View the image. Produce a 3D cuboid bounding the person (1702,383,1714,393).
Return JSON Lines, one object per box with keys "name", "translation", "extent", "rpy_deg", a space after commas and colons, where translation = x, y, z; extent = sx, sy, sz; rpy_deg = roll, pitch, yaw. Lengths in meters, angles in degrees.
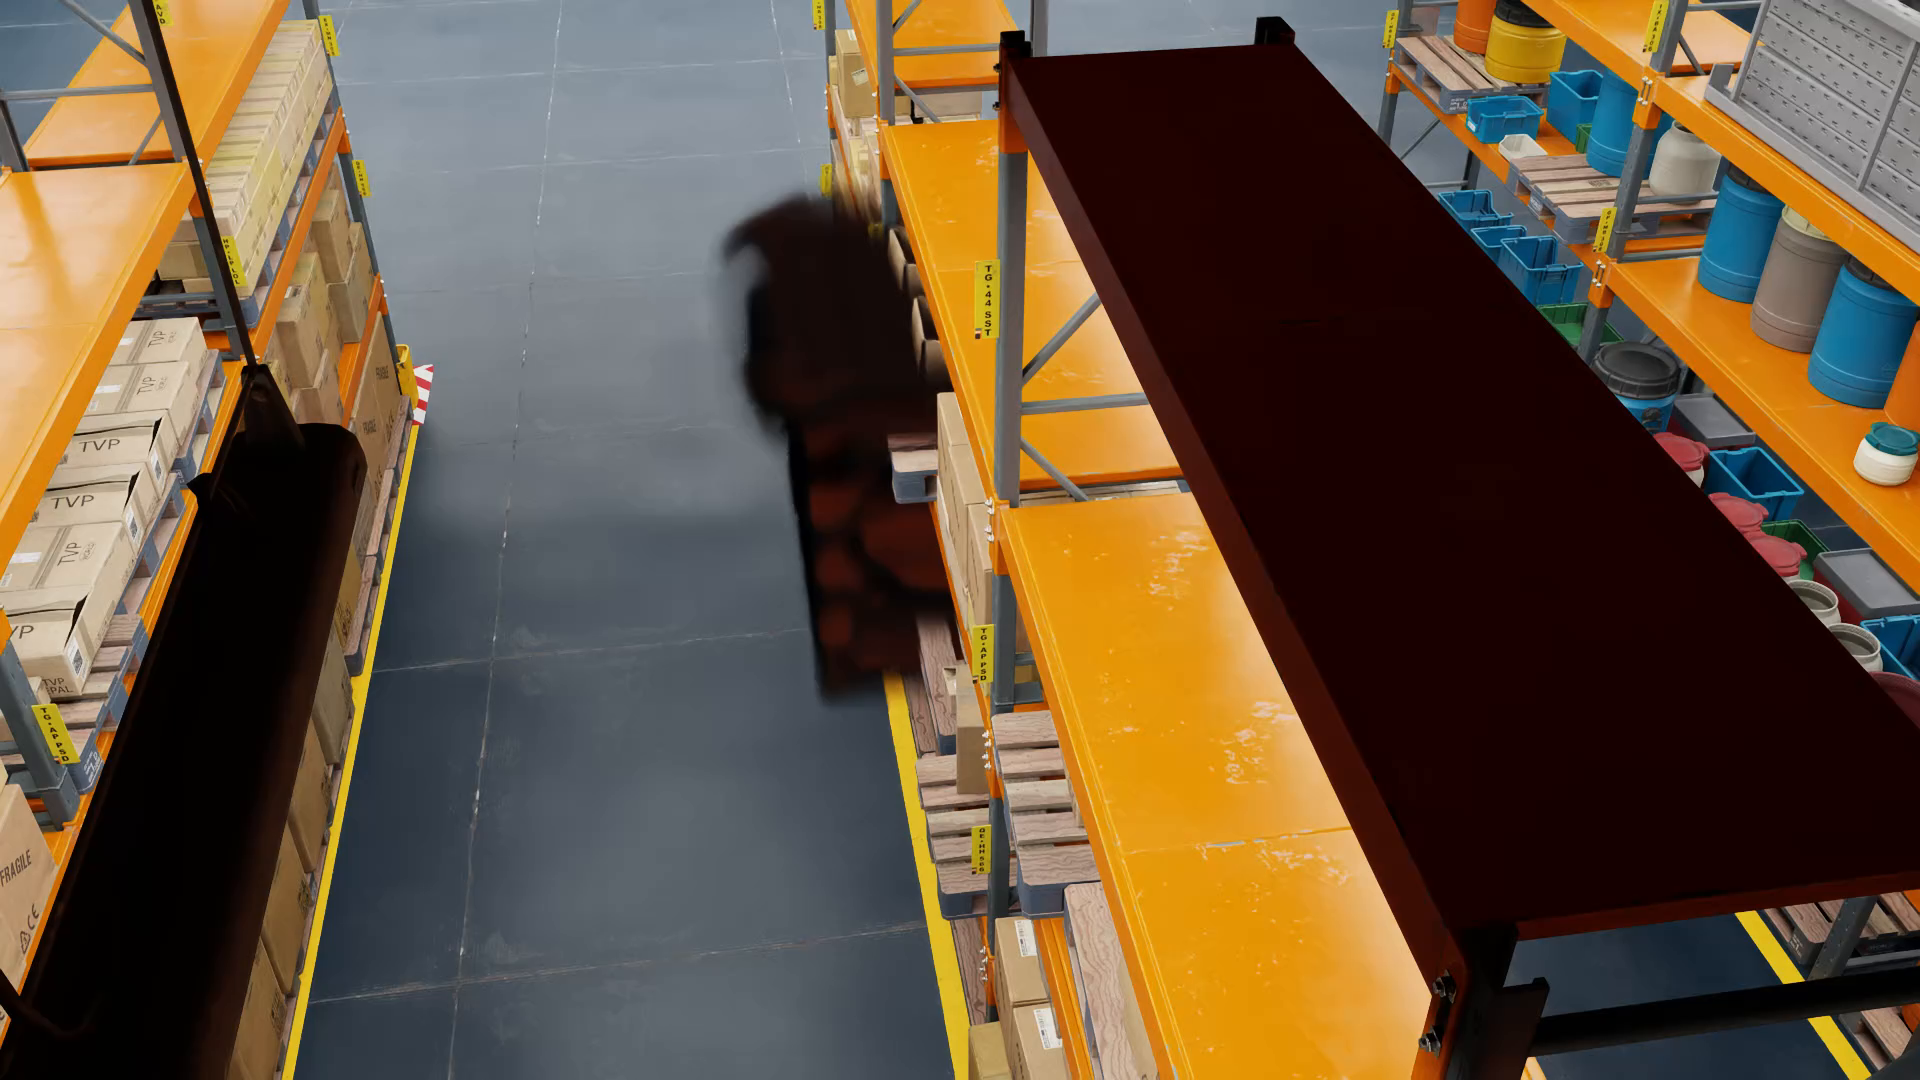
{"name": "person", "translation": [6.549, -1.555, 14.150], "extent": [0.494, 1.659, 0.498], "rpy_deg": [15, 39, 20]}
